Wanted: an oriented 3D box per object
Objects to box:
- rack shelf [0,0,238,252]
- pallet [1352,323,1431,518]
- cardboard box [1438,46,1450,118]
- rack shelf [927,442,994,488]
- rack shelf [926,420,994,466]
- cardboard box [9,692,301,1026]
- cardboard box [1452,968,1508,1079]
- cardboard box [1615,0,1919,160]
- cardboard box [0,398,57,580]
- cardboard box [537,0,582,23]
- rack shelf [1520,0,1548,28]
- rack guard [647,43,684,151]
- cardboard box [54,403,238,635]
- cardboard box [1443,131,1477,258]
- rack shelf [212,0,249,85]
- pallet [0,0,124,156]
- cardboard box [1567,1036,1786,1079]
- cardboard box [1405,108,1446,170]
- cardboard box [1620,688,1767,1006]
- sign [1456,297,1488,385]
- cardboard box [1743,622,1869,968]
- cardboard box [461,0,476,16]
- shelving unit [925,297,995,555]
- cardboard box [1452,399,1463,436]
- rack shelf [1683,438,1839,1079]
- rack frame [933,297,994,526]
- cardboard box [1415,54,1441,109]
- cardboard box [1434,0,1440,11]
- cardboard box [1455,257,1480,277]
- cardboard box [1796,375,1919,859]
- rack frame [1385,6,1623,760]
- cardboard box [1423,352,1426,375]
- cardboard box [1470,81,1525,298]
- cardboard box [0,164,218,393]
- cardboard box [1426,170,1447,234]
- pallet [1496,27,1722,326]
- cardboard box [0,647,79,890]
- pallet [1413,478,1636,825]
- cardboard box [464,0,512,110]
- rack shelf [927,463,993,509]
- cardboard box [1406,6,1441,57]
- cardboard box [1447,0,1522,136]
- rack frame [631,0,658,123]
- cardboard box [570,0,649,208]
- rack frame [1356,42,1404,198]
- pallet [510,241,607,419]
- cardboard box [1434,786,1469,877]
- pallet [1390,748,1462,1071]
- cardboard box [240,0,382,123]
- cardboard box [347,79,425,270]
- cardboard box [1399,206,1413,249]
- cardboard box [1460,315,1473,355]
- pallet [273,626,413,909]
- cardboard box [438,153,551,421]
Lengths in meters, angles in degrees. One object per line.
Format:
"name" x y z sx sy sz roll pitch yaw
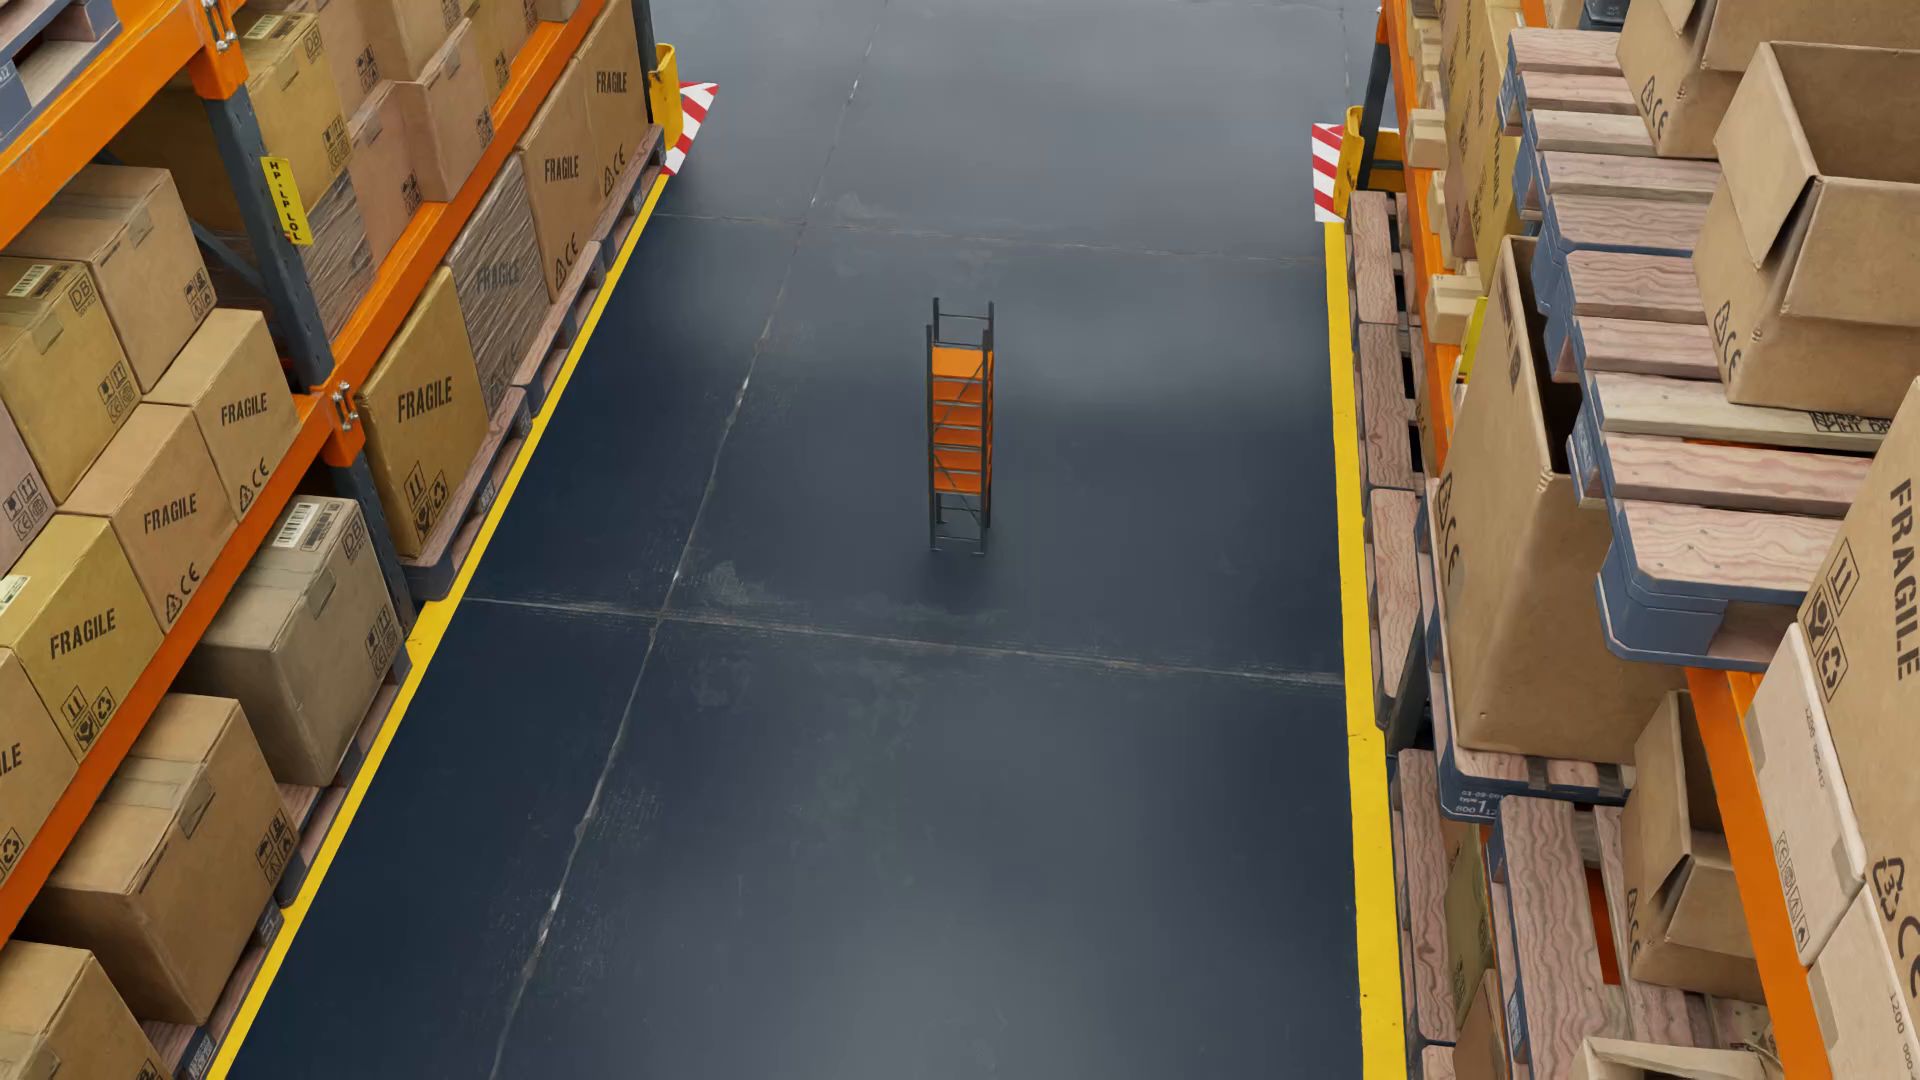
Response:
"rack shelf" -3.025 -0.232 3.677 1.077 0.370 4.000 5 44 6
"pallet" 2.356 -0.530 7.678 1.003 0.211 1.213 5 44 6
"cardboard box" 2.516 -2.057 6.974 0.875 0.500 0.500 5 44 6
"rack shelf" 0.002 -0.326 6.983 0.258 0.103 0.180 5 44 6
"rack shelf" 0.002 -0.413 6.901 0.258 0.103 0.180 5 44 6
"cardboard box" -2.884 0.986 5.380 1.050 0.750 0.750 5 44 6
"cardboard box" 1.885 1.622 4.876 0.700 0.500 0.500 2 43 2
"cardboard box" 1.983 -1.215 3.812 0.797 0.503 0.637 3 44 3
"cardboard box" -2.953 -0.133 4.431 0.700 0.500 0.500 6 44 6
"cardboard box" -2.287 -2.914 8.059 0.875 0.550 0.550 5 44 6
"rack shelf" 2.407 -2.438 6.007 1.077 0.370 4.000 5 44 6
"rack guard" -2.228 -2.602 9.657 1.175 0.500 0.348 5 44 6
"cardboard box" -2.631 -0.079 5.102 0.500 0.500 0.500 5 44 5
"cardboard box" 2.331 -1.380 6.259 0.875 0.500 0.500 5 44 6
"rack shelf" -2.496 -2.958 6.556 1.077 0.370 4.000 5 44 6
"pallet" -2.832 -1.158 4.271 0.805 0.209 1.217 4 44 4
"cardboard box" 1.567 1.214 3.601 0.396 0.266 0.258 4 44 4
"cardboard box" 2.103 -1.696 7.065 0.380 0.149 0.250 5 44 6
"cardboard box" 2.005 0.752 3.915 0.797 0.503 0.637 9 44 10
"sign" 1.604 -0.606 5.101 0.100 0.325 0.005 5 44 6
"cardboard box" 1.555 0.416 2.578 0.500 0.250 0.500 6 44 7
"cardboard box" -2.450 -2.565 6.905 0.875 0.550 0.500 5 44 6
"shelving unit" 0.002 -0.446 6.870 0.258 1.200 0.189 5 44 6
"cardboard box" 1.880 -0.329 5.621 0.380 0.149 0.250 5 44 6
"rack shelf" 1.879 0.288 3.128 1.077 0.370 4.000 5 44 6
"rack frame" 0.014 -0.508 6.936 0.240 1.200 0.006 5 44 6
"cardboard box" 2.245 -2.030 7.417 0.380 0.149 0.250 5 44 6
"cardboard box" 2.191 -2.450 6.662 0.500 0.500 0.500 5 44 6
"cardboard box" 2.101 -1.003 6.332 0.380 0.149 0.250 5 44 6
"cardboard box" 1.567 0.137 2.328 0.500 0.500 0.500 6 44 6
"rack frame" 2.143 -0.247 5.352 1.000 3.000 0.127 5 44 6
"cardboard box" 2.426 -0.959 7.616 0.500 0.500 0.500 9 44 9
"cardboard box" 1.930 -1.087 5.222 0.500 0.500 0.500 5 44 6
"cardboard box" -2.820 -0.828 5.165 0.700 0.500 0.500 5 44 5
"cardboard box" 2.093 -1.350 6.699 0.380 0.149 0.250 5 44 6
"pallet" 1.956 -0.857 3.951 1.213 0.211 1.003 5 44 6
"cardboard box" -2.762 0.611 4.372 0.500 0.500 0.500 5 44 5
"pallet" 1.898 0.330 4.882 1.003 0.211 1.213 5 44 6
"cardboard box" -2.514 -2.179 7.282 0.875 0.550 0.500 5 44 6
"rack shelf" 0.002 -0.239 7.066 0.258 0.103 0.180 5 44 6
"cardboard box" 2.298 -2.372 7.778 0.380 0.149 0.250 5 44 6
"cardboard box" 2.062 -1.768 5.942 0.500 0.500 0.500 5 44 6
"rack frame" -2.231 -3.493 8.780 1.000 3.000 0.127 5 44 6
"cardboard box" -2.255 -2.406 8.872 0.875 0.875 0.875 5 44 6
"rack frame" 2.672 -2.974 8.231 1.000 3.000 0.127 5 44 6
"pallet" -2.423 -1.100 8.280 1.003 0.211 1.213 5 44 6
"cardboard box" 2.040 0.917 5.620 0.700 0.500 0.500 2 43 2
"pallet" 2.041 1.296 5.750 1.003 0.211 1.213 5 44 6
"cardboard box" -2.720 -1.847 6.147 0.875 0.550 0.550 5 44 6
"cardboard box" -2.673 -1.451 6.514 0.875 0.550 0.550 5 44 6
"cardboard box" 2.573 -1.794 8.498 0.500 0.500 0.500 13 45 13
"cardboard box" 2.015 -0.664 5.974 0.380 0.149 0.250 5 44 6
"pallet" -2.787 0.778 6.297 1.003 0.211 1.213 5 44 6
"cardboard box" -2.492 -1.185 7.582 0.875 0.875 0.875 6 44 6
